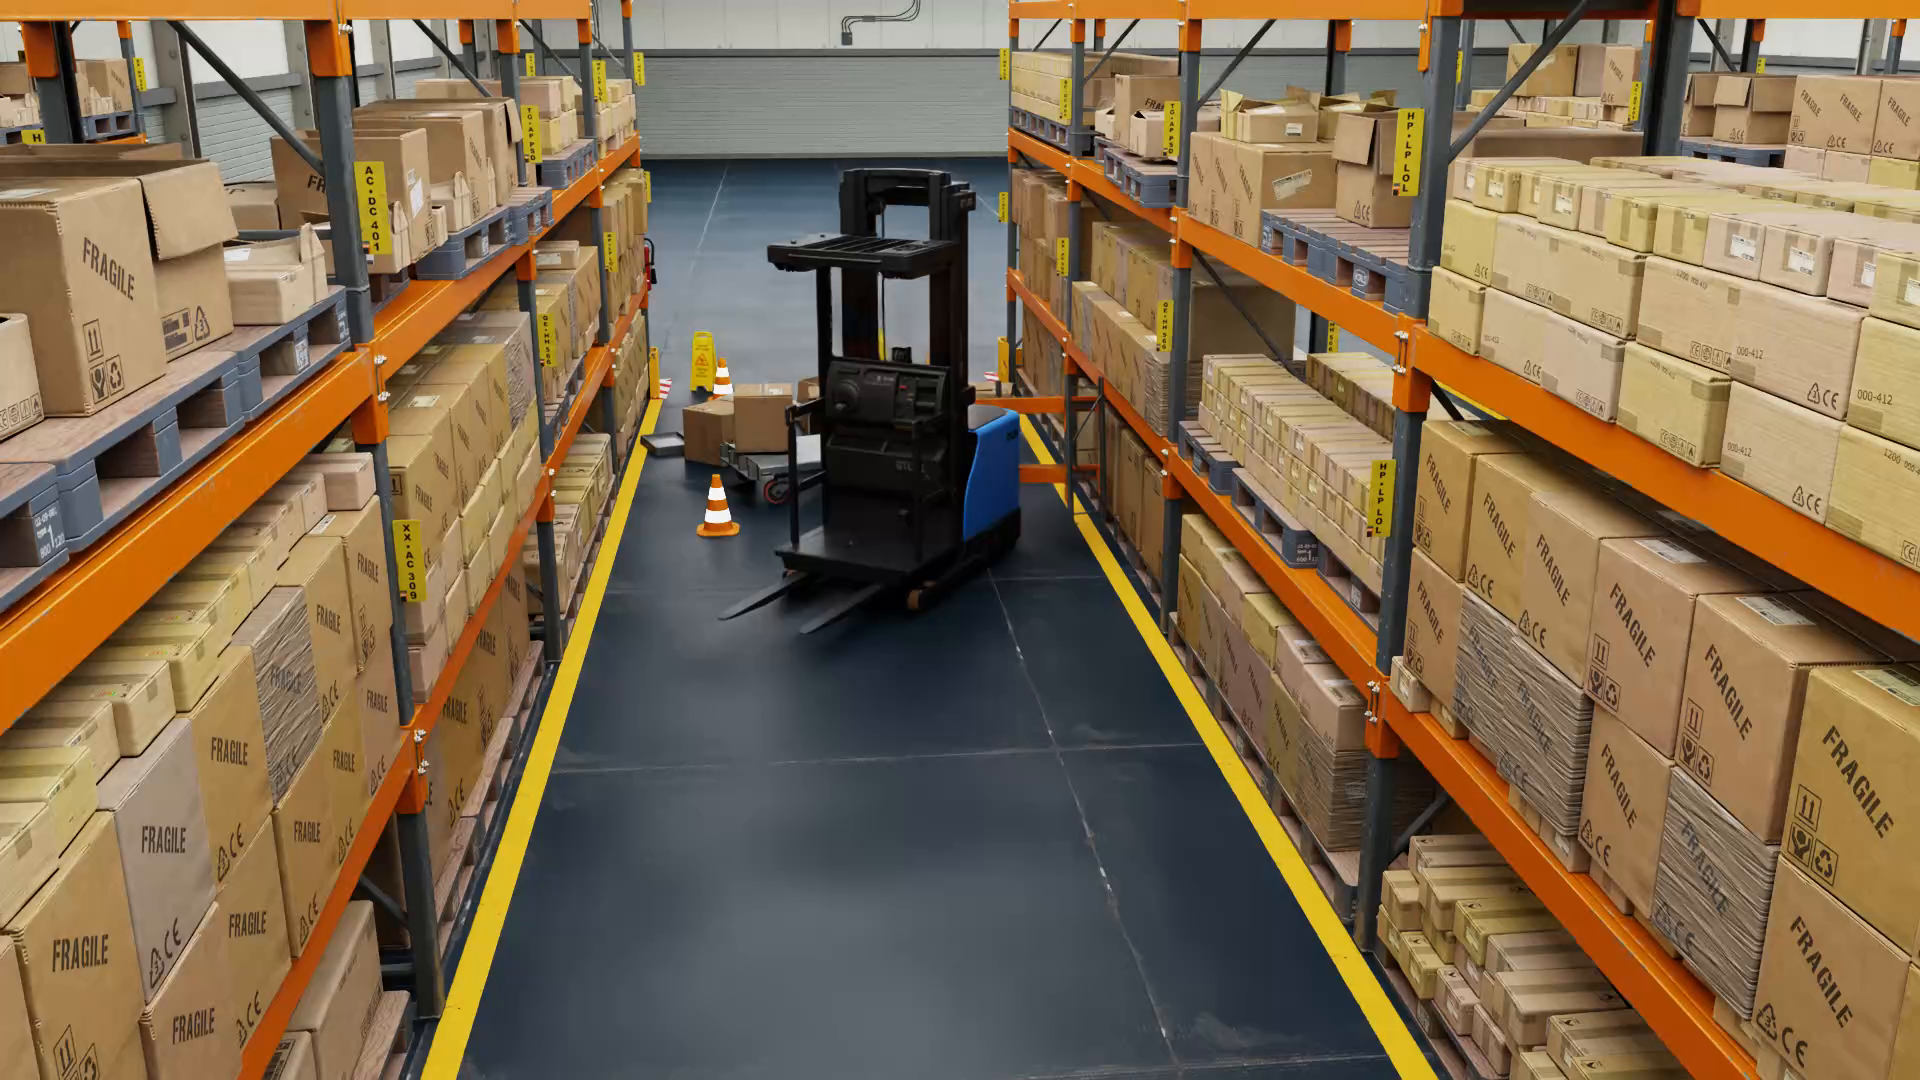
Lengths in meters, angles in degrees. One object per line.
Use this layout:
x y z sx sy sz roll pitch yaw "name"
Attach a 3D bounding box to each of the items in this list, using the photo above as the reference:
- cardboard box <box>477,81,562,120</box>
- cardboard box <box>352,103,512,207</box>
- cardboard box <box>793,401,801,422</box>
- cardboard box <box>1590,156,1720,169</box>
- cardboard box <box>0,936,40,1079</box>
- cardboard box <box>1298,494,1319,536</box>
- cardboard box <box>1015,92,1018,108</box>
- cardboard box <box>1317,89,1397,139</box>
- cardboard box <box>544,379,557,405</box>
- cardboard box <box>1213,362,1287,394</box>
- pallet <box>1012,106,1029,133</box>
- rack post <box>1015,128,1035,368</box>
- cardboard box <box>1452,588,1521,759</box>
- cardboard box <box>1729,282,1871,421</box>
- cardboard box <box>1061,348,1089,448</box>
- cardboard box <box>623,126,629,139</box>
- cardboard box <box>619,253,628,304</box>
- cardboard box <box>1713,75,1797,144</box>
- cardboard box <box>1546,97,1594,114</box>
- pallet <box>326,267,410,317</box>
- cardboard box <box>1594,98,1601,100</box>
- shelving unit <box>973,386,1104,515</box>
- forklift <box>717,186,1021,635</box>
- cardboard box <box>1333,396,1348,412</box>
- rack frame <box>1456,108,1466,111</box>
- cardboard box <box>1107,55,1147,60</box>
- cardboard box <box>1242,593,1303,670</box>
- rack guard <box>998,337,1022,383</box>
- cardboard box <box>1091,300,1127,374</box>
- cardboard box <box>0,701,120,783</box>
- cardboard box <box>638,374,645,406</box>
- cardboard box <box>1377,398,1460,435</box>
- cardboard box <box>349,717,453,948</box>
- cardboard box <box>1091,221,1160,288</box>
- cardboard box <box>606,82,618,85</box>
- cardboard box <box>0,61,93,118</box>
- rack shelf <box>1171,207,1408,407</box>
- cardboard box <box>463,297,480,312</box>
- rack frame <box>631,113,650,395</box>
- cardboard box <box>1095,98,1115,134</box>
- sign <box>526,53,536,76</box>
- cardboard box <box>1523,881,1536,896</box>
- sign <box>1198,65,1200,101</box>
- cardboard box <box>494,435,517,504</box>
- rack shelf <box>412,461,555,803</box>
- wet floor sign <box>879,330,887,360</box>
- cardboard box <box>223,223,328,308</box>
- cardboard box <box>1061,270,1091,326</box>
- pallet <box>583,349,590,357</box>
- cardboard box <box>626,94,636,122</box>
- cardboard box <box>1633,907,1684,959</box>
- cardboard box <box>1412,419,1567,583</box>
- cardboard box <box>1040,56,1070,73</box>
-3.158 -3.161 11.944 0.500 0.250 0.500 -1 17 -5 "cardboard box"
-2.768 -2.033 8.769 0.700 0.500 0.500 -3 18 -8 "cardboard box"
-1.740 -1.338 17.191 0.380 0.149 0.250 8 19 23 "cardboard box"
2.571 -1.338 6.172 0.380 0.149 0.250 -3 18 -8 "cardboard box"
-2.001 1.064 2.944 0.500 0.500 0.500 -2 18 -7 "cardboard box"
1.917 -0.136 8.320 0.380 0.149 0.250 -3 18 -8 "cardboard box"
0.772 -4.581 17.303 0.380 0.149 0.250 -2 18 -5 "cardboard box"
2.222 -2.405 9.377 0.396 0.266 0.258 -2 18 -6 "cardboard box"
-2.886 -0.994 11.054 0.380 0.149 0.250 -3 18 -9 "cardboard box"
1.739 -0.966 9.973 0.380 0.149 0.250 -2 18 -7 "cardboard box"
1.115 -4.377 17.253 1.003 0.211 1.213 -2 18 -6 "pallet"
6.460 -2.843 14.214 10.902 4.420 9.321 -2 18 -6 "rack post"
2.125 0.479 5.981 0.500 0.500 0.500 -2 18 -6 "cardboard box"
2.274 -0.475 4.090 0.500 0.250 0.500 -2 17 -5 "cardboard box"
1.446 -1.394 15.455 0.875 0.875 0.875 -2 17 -5 "cardboard box"
-3.518 -4.086 16.597 0.380 0.149 0.250 -1 17 -4 "cardboard box"
-3.354 -2.463 15.350 0.500 0.500 0.500 -2 18 -6 "cardboard box"
6.433 -3.398 13.110 0.797 0.503 0.637 -1 17 -3 "cardboard box"
5.983 -4.254 16.296 0.380 0.149 0.250 -2 18 -8 "cardboard box"
-2.791 -1.062 6.865 0.909 0.209 1.282 -1 17 -3 "pallet"
6.426 -4.260 16.315 0.380 0.149 0.250 -1 17 -4 "cardboard box"
0.583 -0.714 13.196 1.030 0.981 0.538 2 6 39 "shelving unit"
-0.621 -1.000 11.616 1.129 2.843 3.031 8 19 25 "forklift"
2.416 -0.757 9.803 0.380 0.149 0.250 -1 17 -4 "cardboard box"
5.972 -3.332 18.784 1.000 3.000 0.127 -2 18 -6 "rack frame"
1.585 -4.530 15.809 0.380 0.149 0.250 -2 18 -6 "cardboard box"
1.830 0.476 8.874 0.500 0.250 0.500 -3 18 -8 "cardboard box"
1.026 -2.024 18.789 1.175 0.500 0.348 -2 18 -6 "rack guard"
1.329 -1.601 13.101 0.500 0.500 0.500 -2 18 -6 "cardboard box"
-2.131 0.481 3.719 0.380 0.149 0.250 -2 18 -5 "cardboard box"
-3.488 -1.528 16.925 0.500 0.250 0.500 -2 18 -5 "cardboard box"
2.491 -0.673 9.038 0.380 0.149 0.250 -1 17 -3 "cardboard box"
-2.791 1.180 7.257 0.875 0.875 0.875 -1 17 -4 "cardboard box"
1.498 -2.395 13.960 0.700 0.500 0.500 -2 18 -7 "cardboard box"
-3.548 -4.396 16.251 0.380 0.149 0.250 -2 18 -5 "cardboard box"
-8.527 -4.166 15.397 0.700 0.500 0.500 -2 18 -5 "cardboard box"
2.258 -0.745 6.736 1.077 0.370 7.843 -2 18 -6 "rack shelf"
-3.447 -1.313 10.988 0.500 0.500 0.500 -2 18 -7 "cardboard box"
-3.885 -3.026 17.809 1.000 3.000 0.127 -2 18 -6 "rack frame"
1.255 -3.445 13.491 0.258 0.266 0.396 -2 18 -7 "cardboard box"
-4.424 -4.858 17.175 0.100 0.325 0.005 -2 18 -6 "sign"
2.615 1.468 7.056 0.380 0.149 0.250 -1 17 -5 "cardboard box"
1.980 -3.865 14.084 0.100 0.325 0.005 -2 18 -6 "sign"
-2.627 -0.369 8.760 0.500 0.250 0.500 -2 18 -7 "cardboard box"
-2.853 0.296 8.426 1.077 0.370 4.000 -2 18 -6 "rack shelf"
-0.944 -2.033 18.577 0.267 0.644 0.232 -5 18 -15 "wet floor sign"
-2.263 -0.886 5.339 0.396 0.266 0.258 -1 17 -4 "cardboard box"
1.391 -2.199 14.922 0.875 0.550 0.550 -2 18 -6 "cardboard box"
-3.538 -1.511 13.302 1.003 0.211 1.213 -2 18 -6 "pallet"
-3.564 -4.384 16.878 0.500 0.250 0.500 -2 18 -6 "cardboard box"
2.275 1.124 5.008 0.380 0.149 0.250 -1 17 -5 "cardboard box"
2.070 -0.159 6.342 0.500 0.500 0.500 -1 17 -4 "cardboard box"
0.957 -4.432 15.500 0.380 0.149 0.250 -2 18 -6 "cardboard box"
